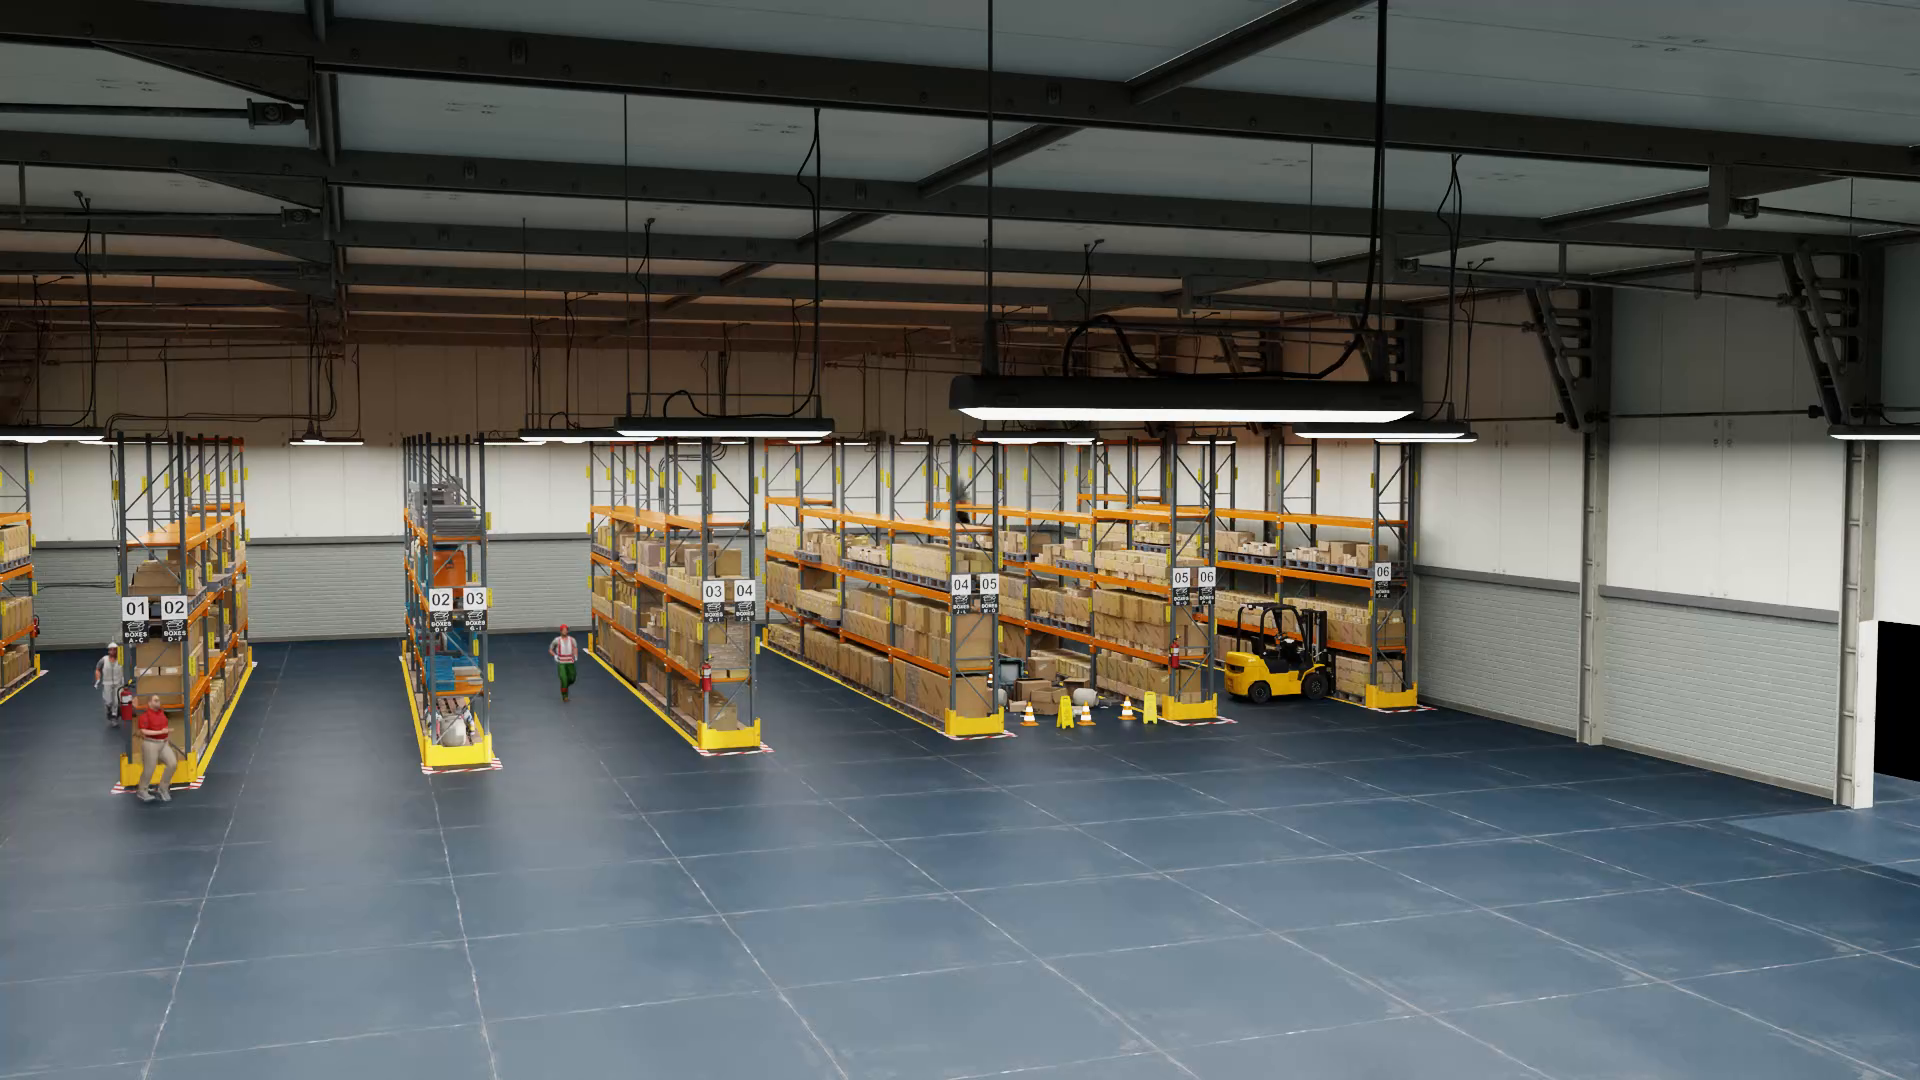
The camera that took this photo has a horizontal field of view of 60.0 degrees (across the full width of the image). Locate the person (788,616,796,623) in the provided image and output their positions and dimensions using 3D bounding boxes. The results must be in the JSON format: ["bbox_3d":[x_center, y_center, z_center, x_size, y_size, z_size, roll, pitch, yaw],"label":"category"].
[{"bbox_3d":[-4.949,2.153,49.520,0.526,1.627,0.570,-1,3,-25],"label":"person"}]

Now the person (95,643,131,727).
[{"bbox_3d":[-17.368,2.970,34.093,0.659,1.733,0.634,-2,4,-26],"label":"person"}]

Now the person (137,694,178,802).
[{"bbox_3d":[-12.997,3.379,26.913,0.697,1.772,0.666,1,3,18],"label":"person"}]

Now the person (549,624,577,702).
[{"bbox_3d":[-8.940,2.771,37.567,0.654,1.735,0.622,-2,4,-29],"label":"person"}]
